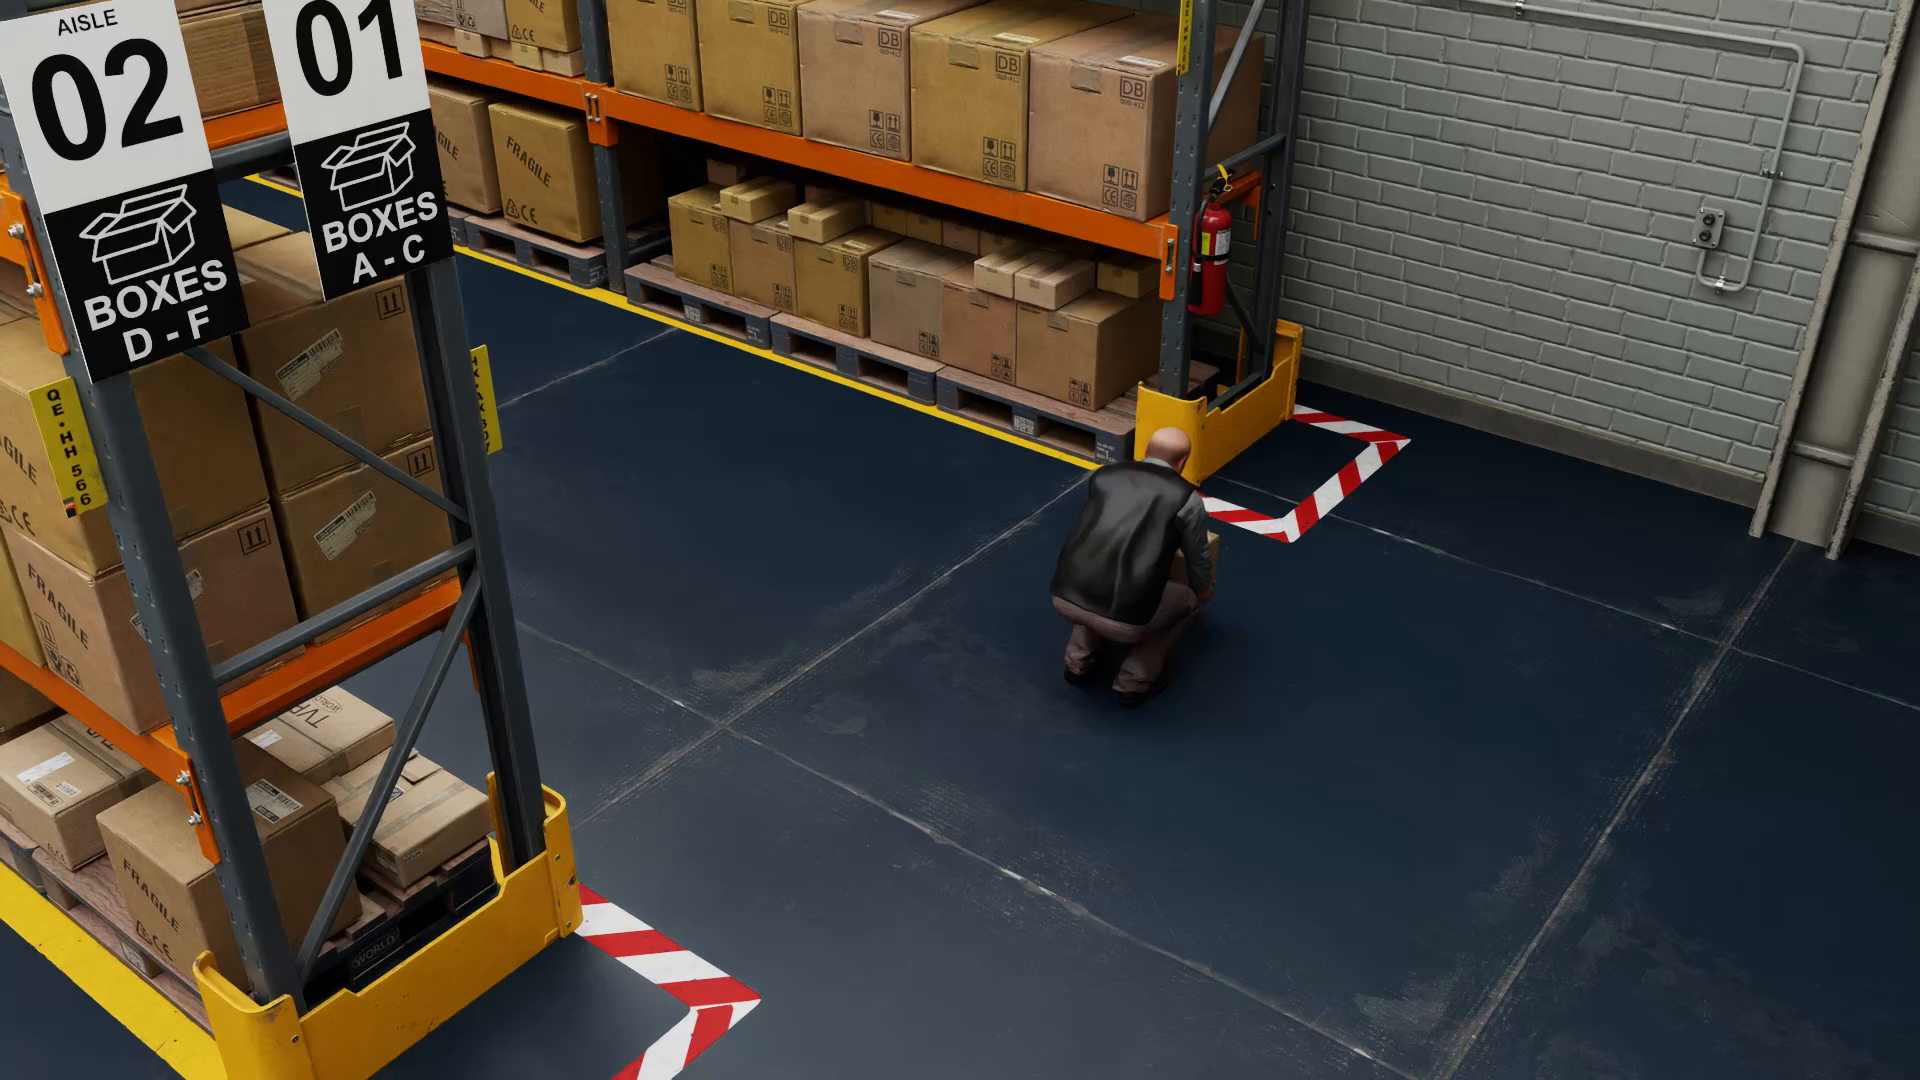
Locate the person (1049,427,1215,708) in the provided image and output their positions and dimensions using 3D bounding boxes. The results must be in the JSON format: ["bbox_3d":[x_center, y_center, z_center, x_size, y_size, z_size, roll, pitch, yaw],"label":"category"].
[{"bbox_3d":[0.710,0.105,6.731,0.515,0.969,0.883,20,36,30],"label":"person"}]
